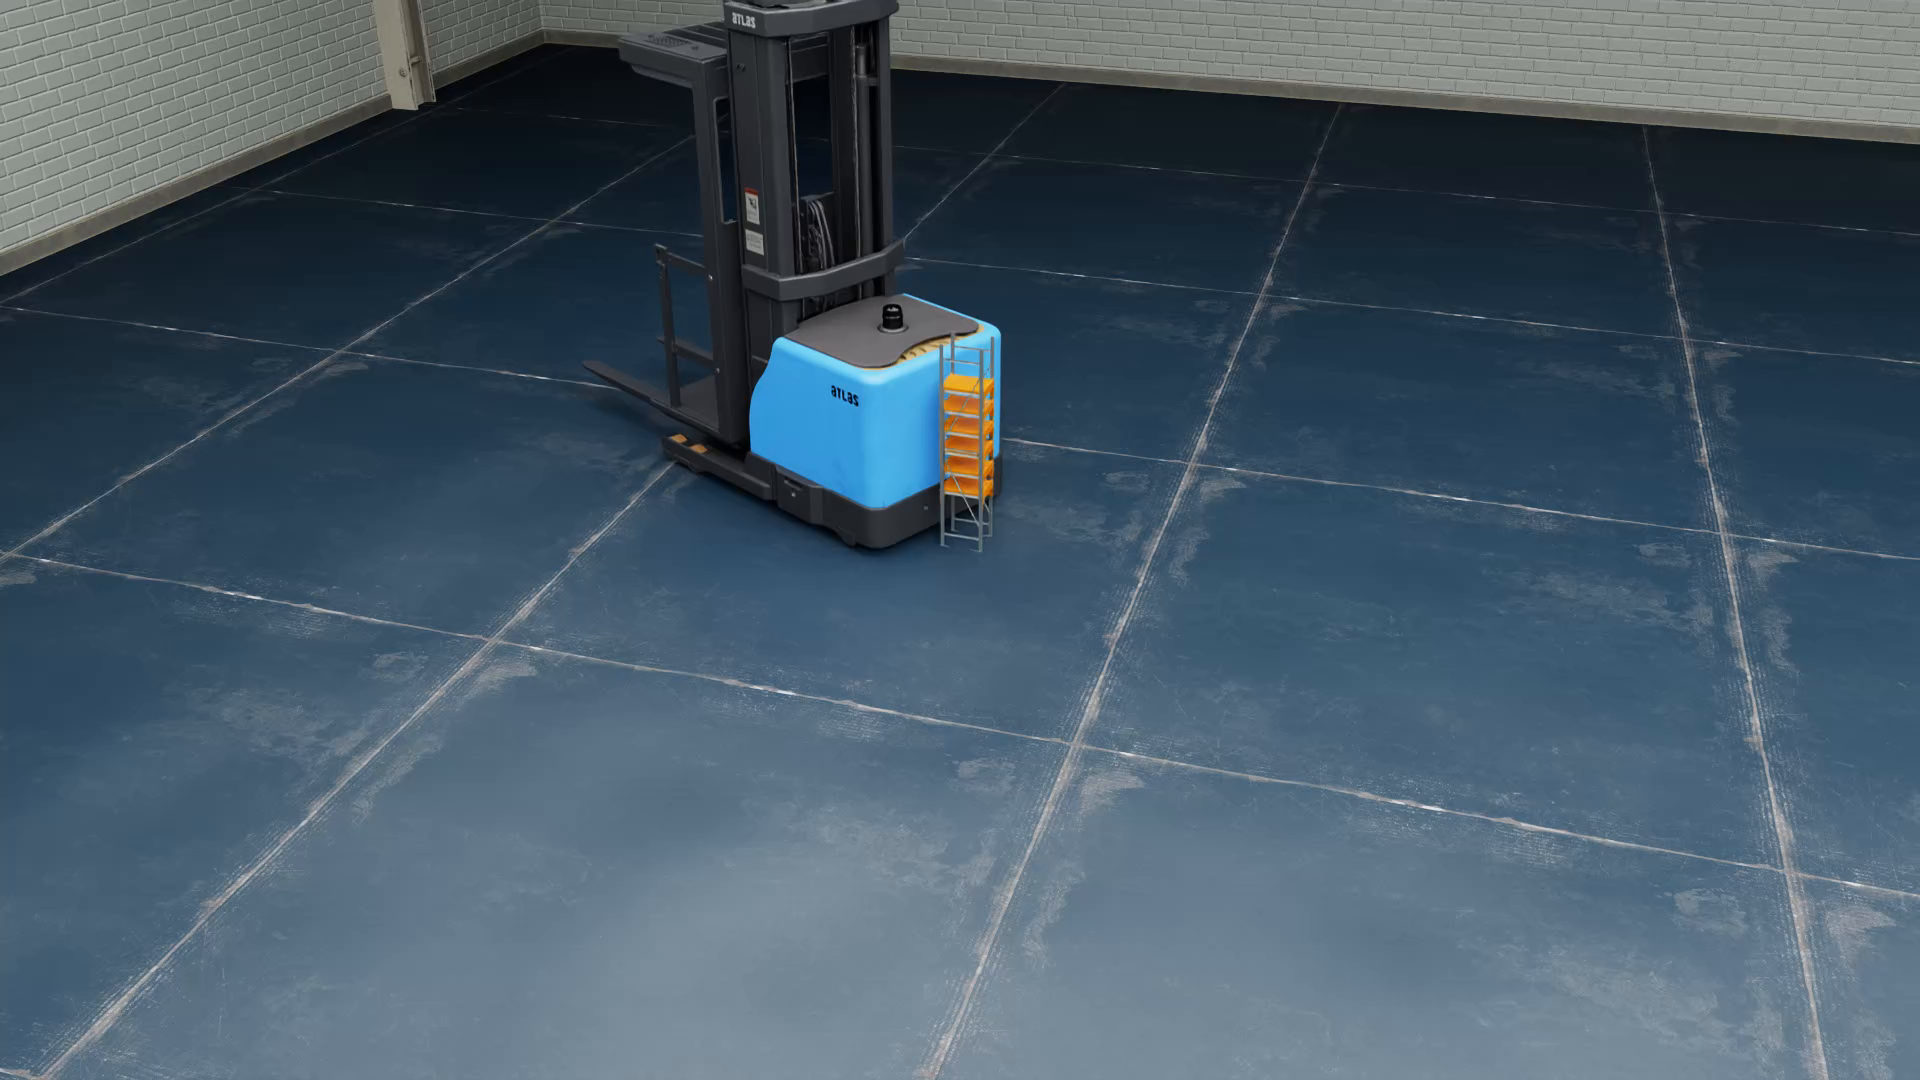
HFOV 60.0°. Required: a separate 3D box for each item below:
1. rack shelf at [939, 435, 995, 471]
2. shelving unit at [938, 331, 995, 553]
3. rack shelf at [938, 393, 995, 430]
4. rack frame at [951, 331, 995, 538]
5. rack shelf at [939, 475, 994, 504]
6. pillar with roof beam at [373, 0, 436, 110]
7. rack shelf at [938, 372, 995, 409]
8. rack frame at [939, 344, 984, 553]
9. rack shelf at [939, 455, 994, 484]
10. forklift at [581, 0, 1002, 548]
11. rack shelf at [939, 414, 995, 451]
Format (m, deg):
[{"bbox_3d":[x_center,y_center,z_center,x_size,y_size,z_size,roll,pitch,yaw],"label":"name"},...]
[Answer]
[{"bbox_3d":[0.037,-0.475,8.961,0.258,0.103,0.180,9,30,16],"label":"rack shelf"},{"bbox_3d":[0.037,-0.514,8.939,0.258,1.200,0.189,9,30,16],"label":"shelving unit"},{"bbox_3d":[0.037,-0.685,8.844,0.258,0.103,0.180,9,30,16],"label":"rack shelf"},{"bbox_3d":[0.066,-0.556,9.015,0.240,1.200,0.006,9,30,16],"label":"rack frame"},{"bbox_3d":[0.037,-0.265,9.078,0.258,0.103,0.180,9,30,16],"label":"rack shelf"},{"bbox_3d":[-1.632,-7.899,14.192,9.100,9.000,0.400,8,30,15],"label":"pillar with roof beam"},{"bbox_3d":[0.037,-0.790,8.786,0.258,0.103,0.180,9,30,16],"label":"rack shelf"},{"bbox_3d":[0.008,-0.472,8.864,0.240,1.200,0.006,9,30,16],"label":"rack frame"},{"bbox_3d":[0.037,-0.370,9.019,0.258,0.103,0.180,9,30,16],"label":"rack shelf"},{"bbox_3d":[-1.164,-1.847,9.556,3.031,2.935,1.130,25,38,38],"label":"forklift"},{"bbox_3d":[0.037,-0.580,8.903,0.258,0.103,0.180,9,30,16],"label":"rack shelf"}]
